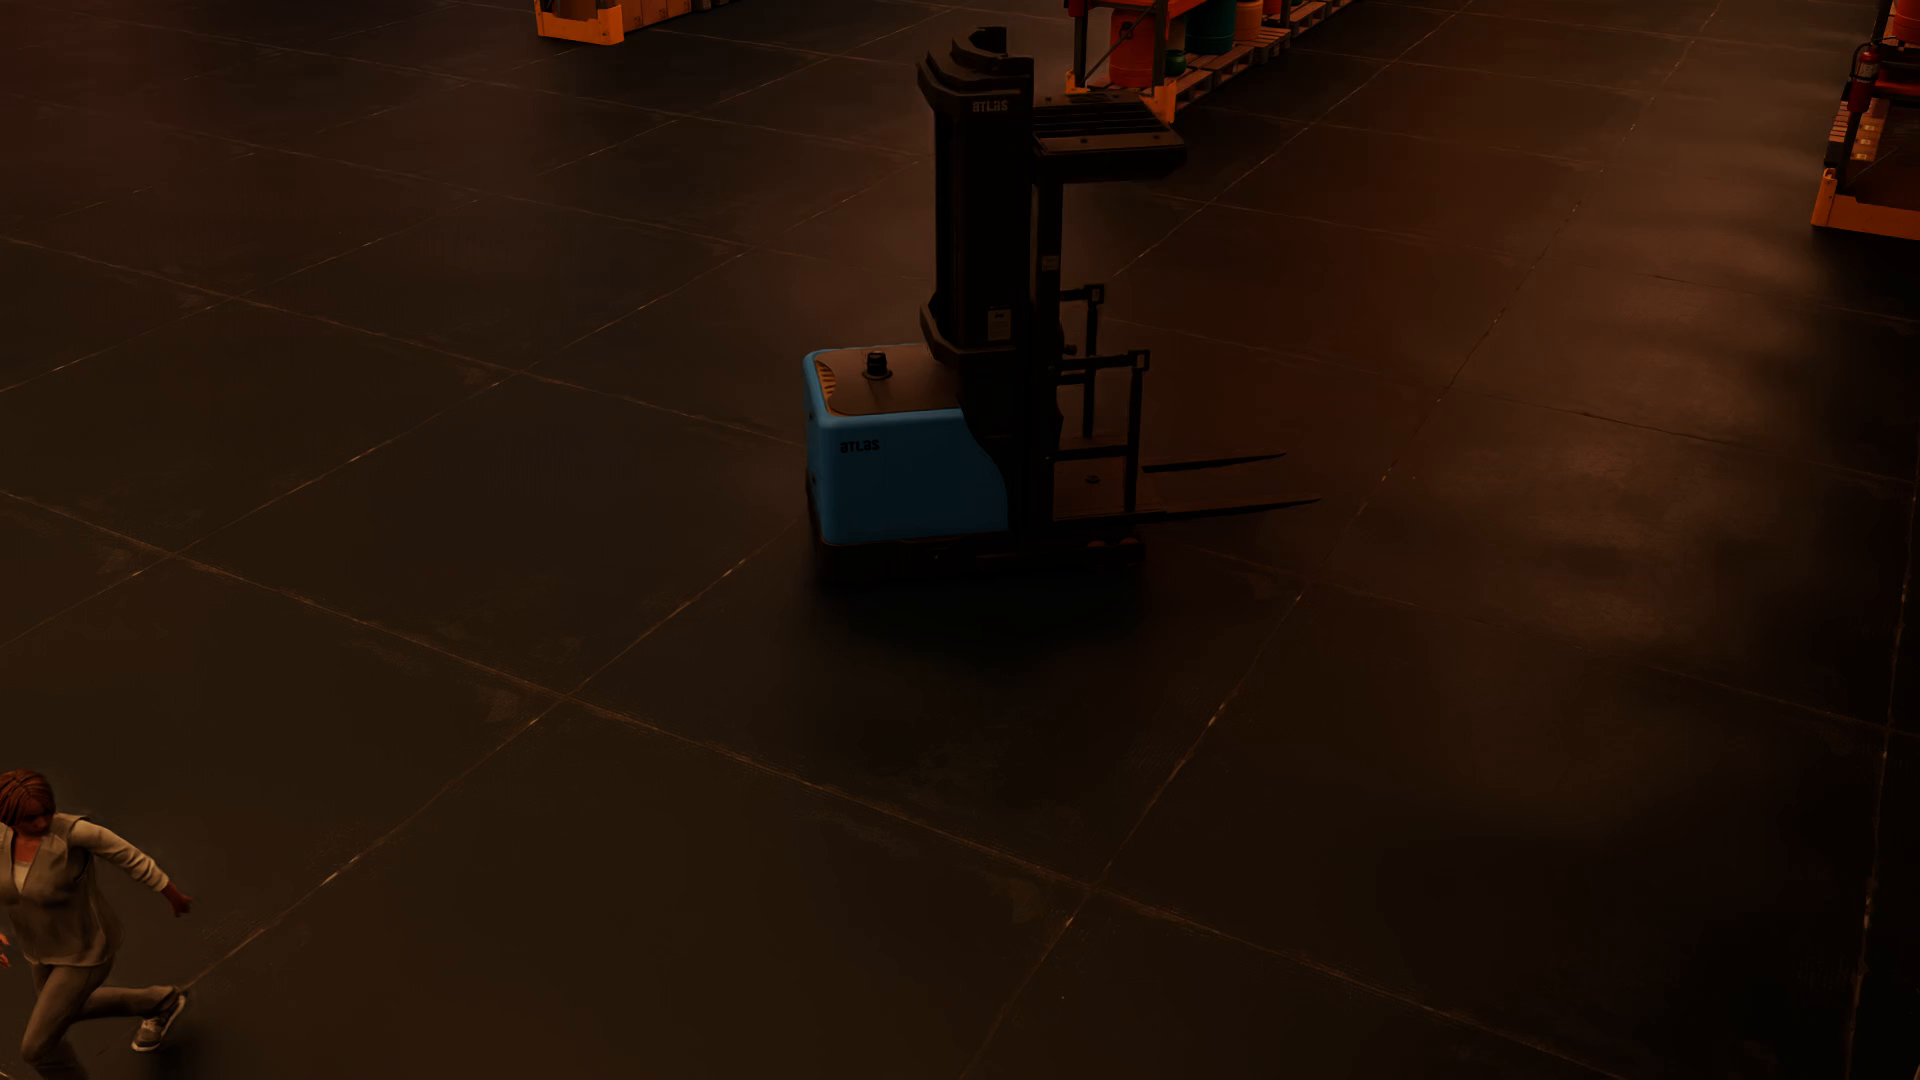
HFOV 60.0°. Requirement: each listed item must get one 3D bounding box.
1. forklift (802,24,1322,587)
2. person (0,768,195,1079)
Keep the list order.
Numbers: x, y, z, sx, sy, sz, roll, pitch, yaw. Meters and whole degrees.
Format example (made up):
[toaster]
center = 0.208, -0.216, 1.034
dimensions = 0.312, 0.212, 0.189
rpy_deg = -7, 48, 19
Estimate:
[forklift]
center = 0.626, -1.353, 9.414
dimensions = 3.031, 2.935, 1.130
rpy_deg = -5, 30, -9
[person]
center = -3.205, 1.452, 5.997
dimensions = 0.451, 1.516, 0.765
rpy_deg = 15, 33, 24
